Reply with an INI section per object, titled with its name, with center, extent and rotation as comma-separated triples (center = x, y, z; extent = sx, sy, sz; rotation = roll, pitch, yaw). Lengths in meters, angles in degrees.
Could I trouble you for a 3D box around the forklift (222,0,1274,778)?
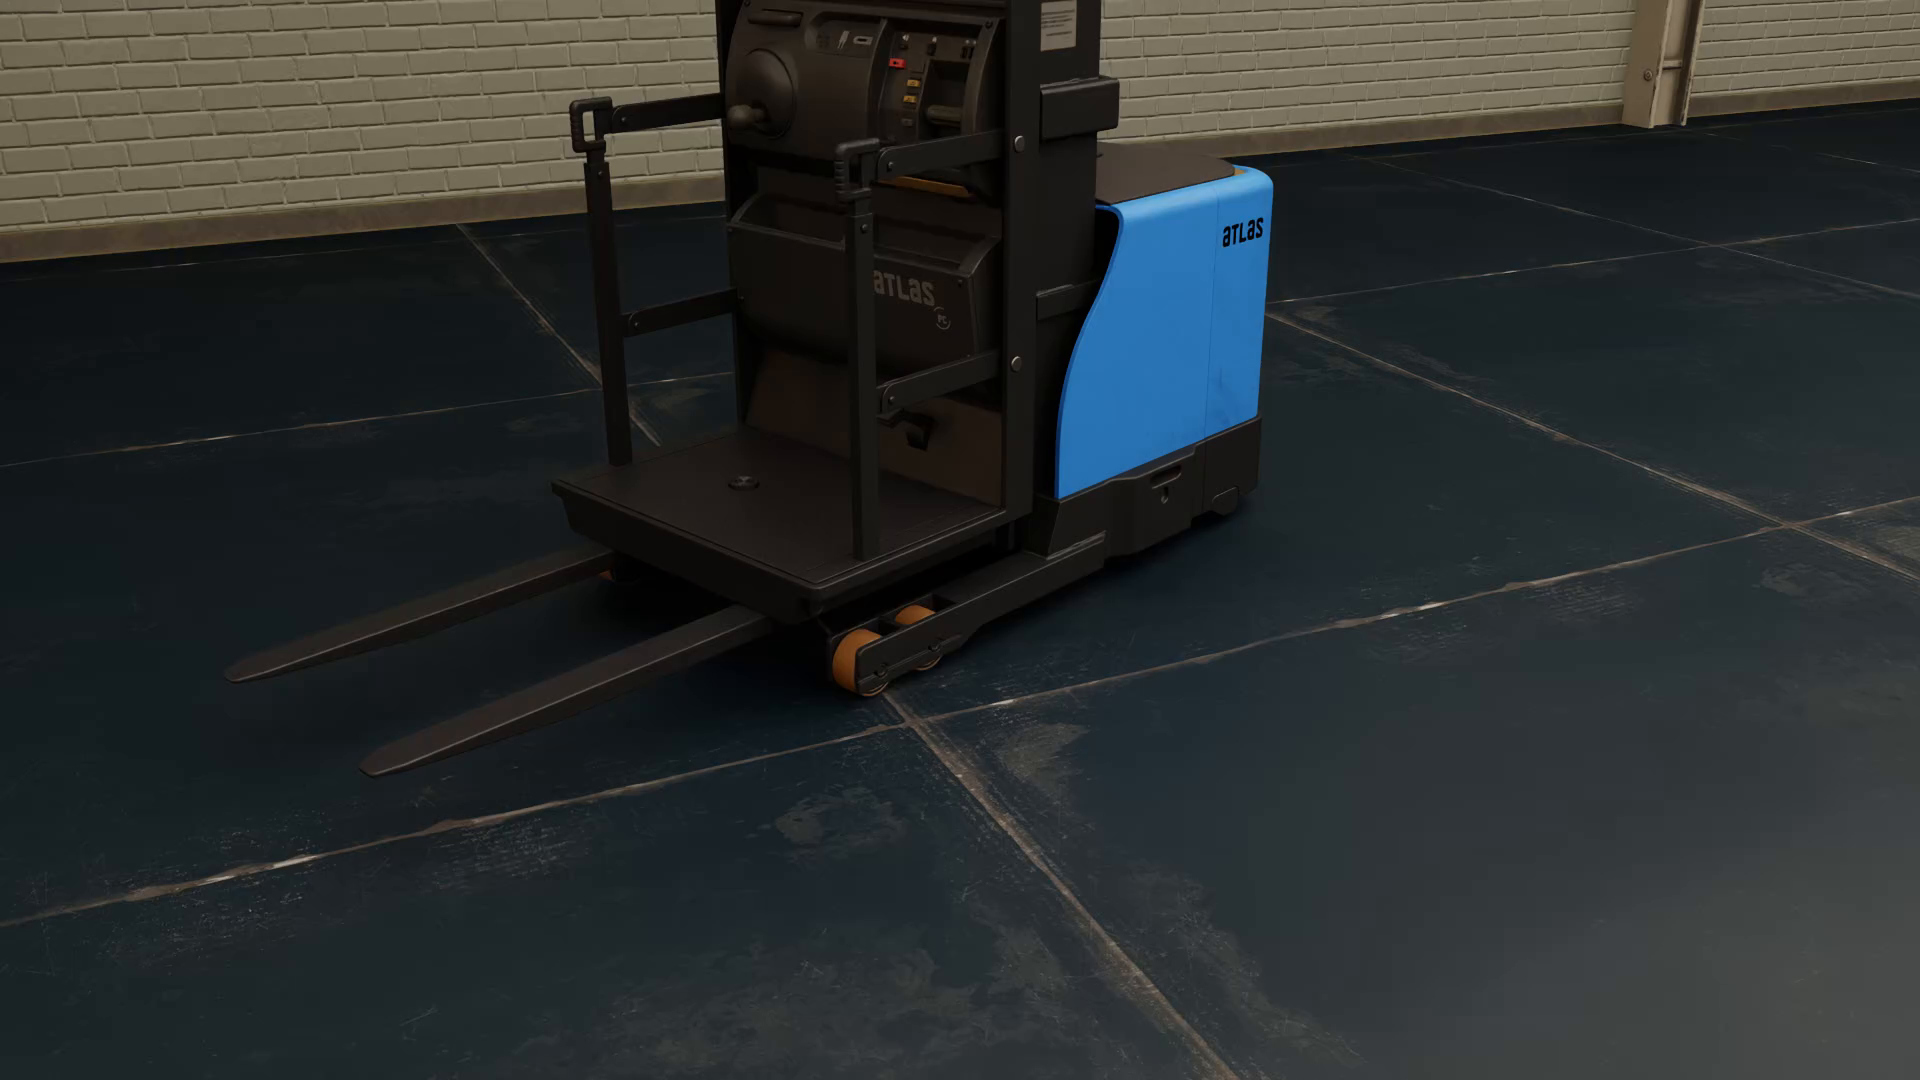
[forklift]
center = -0.413, -1.182, 4.131
extent = 1.130, 2.935, 3.031
rotation = 19, 29, 39
